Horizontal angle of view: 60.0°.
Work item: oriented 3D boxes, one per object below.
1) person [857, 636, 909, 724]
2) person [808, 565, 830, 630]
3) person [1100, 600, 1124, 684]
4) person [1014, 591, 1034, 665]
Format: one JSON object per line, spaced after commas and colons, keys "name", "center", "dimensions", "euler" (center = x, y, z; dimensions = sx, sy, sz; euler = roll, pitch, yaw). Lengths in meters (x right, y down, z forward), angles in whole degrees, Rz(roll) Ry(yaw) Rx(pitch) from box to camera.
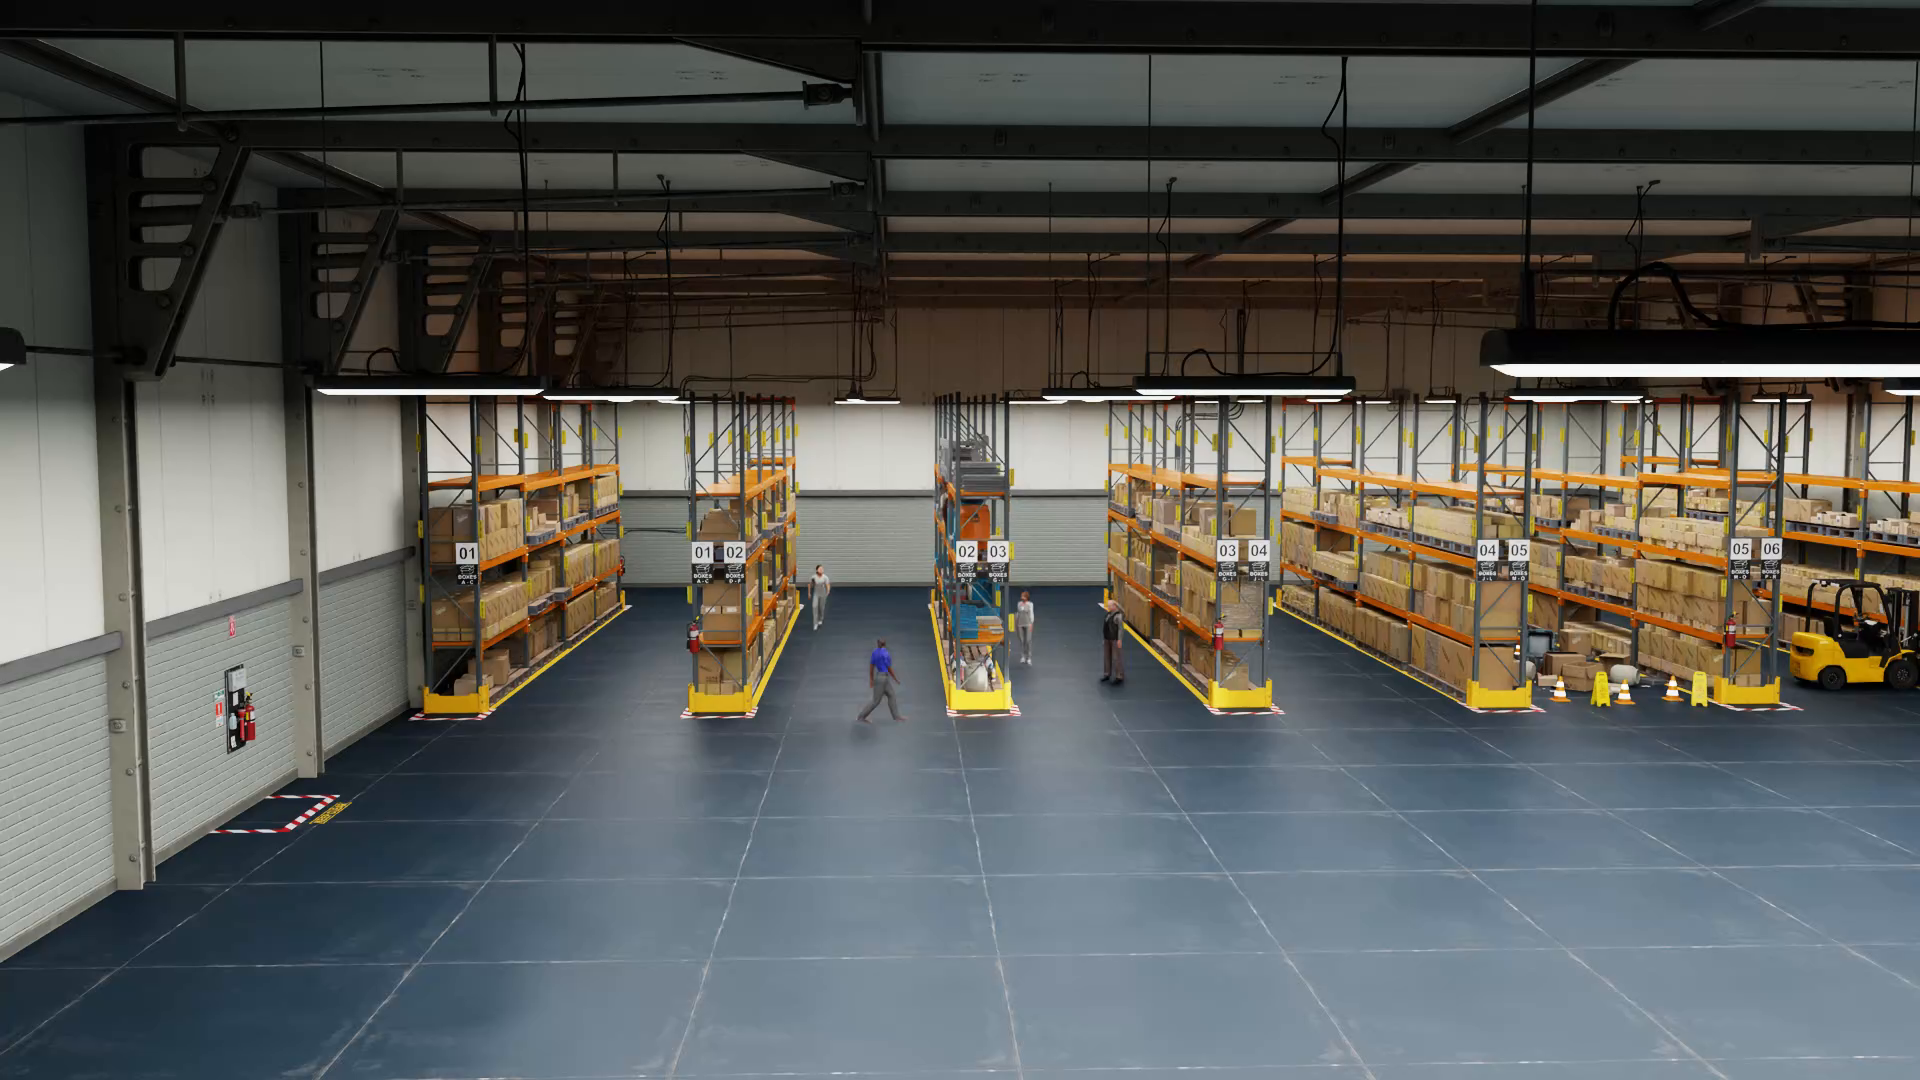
{"name": "person", "center": [-1.382, 2.515, 29.940], "dimensions": [0.983, 1.598, 0.415], "euler": [-1, 5, -12]}
{"name": "person", "center": [-3.660, 1.464, 43.152], "dimensions": [0.569, 1.652, 0.973], "euler": [0, 5, -2]}
{"name": "person", "center": [3.157, 2.095, 34.559], "dimensions": [0.412, 1.721, 0.592], "euler": [-3, 5, -29]}
{"name": "person", "center": [1.421, 1.940, 36.894], "dimensions": [0.457, 1.616, 0.505], "euler": [2, 5, 20]}
